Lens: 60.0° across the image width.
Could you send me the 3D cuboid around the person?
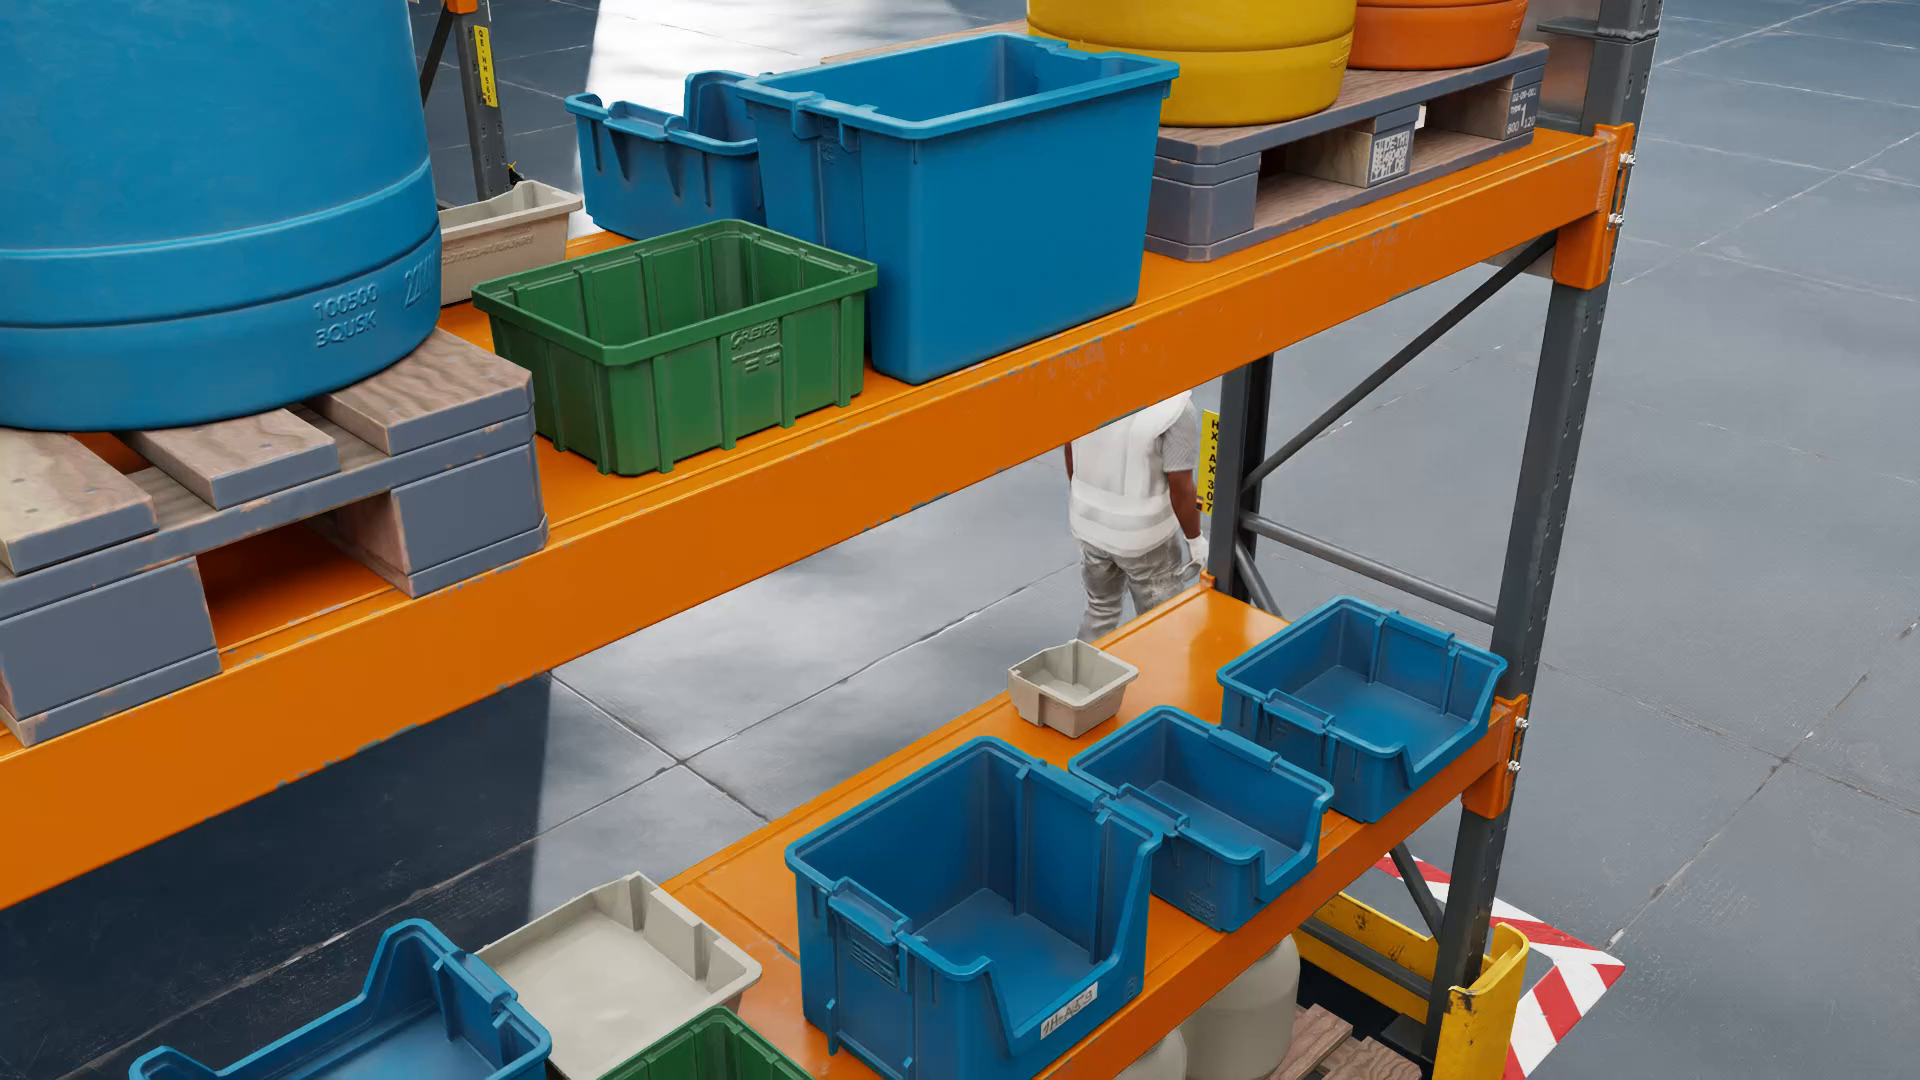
[{"bbox_3d":[0.653,-0.062,6.226,0.619,1.774,0.446,25,36,39],"label":"person"}]
